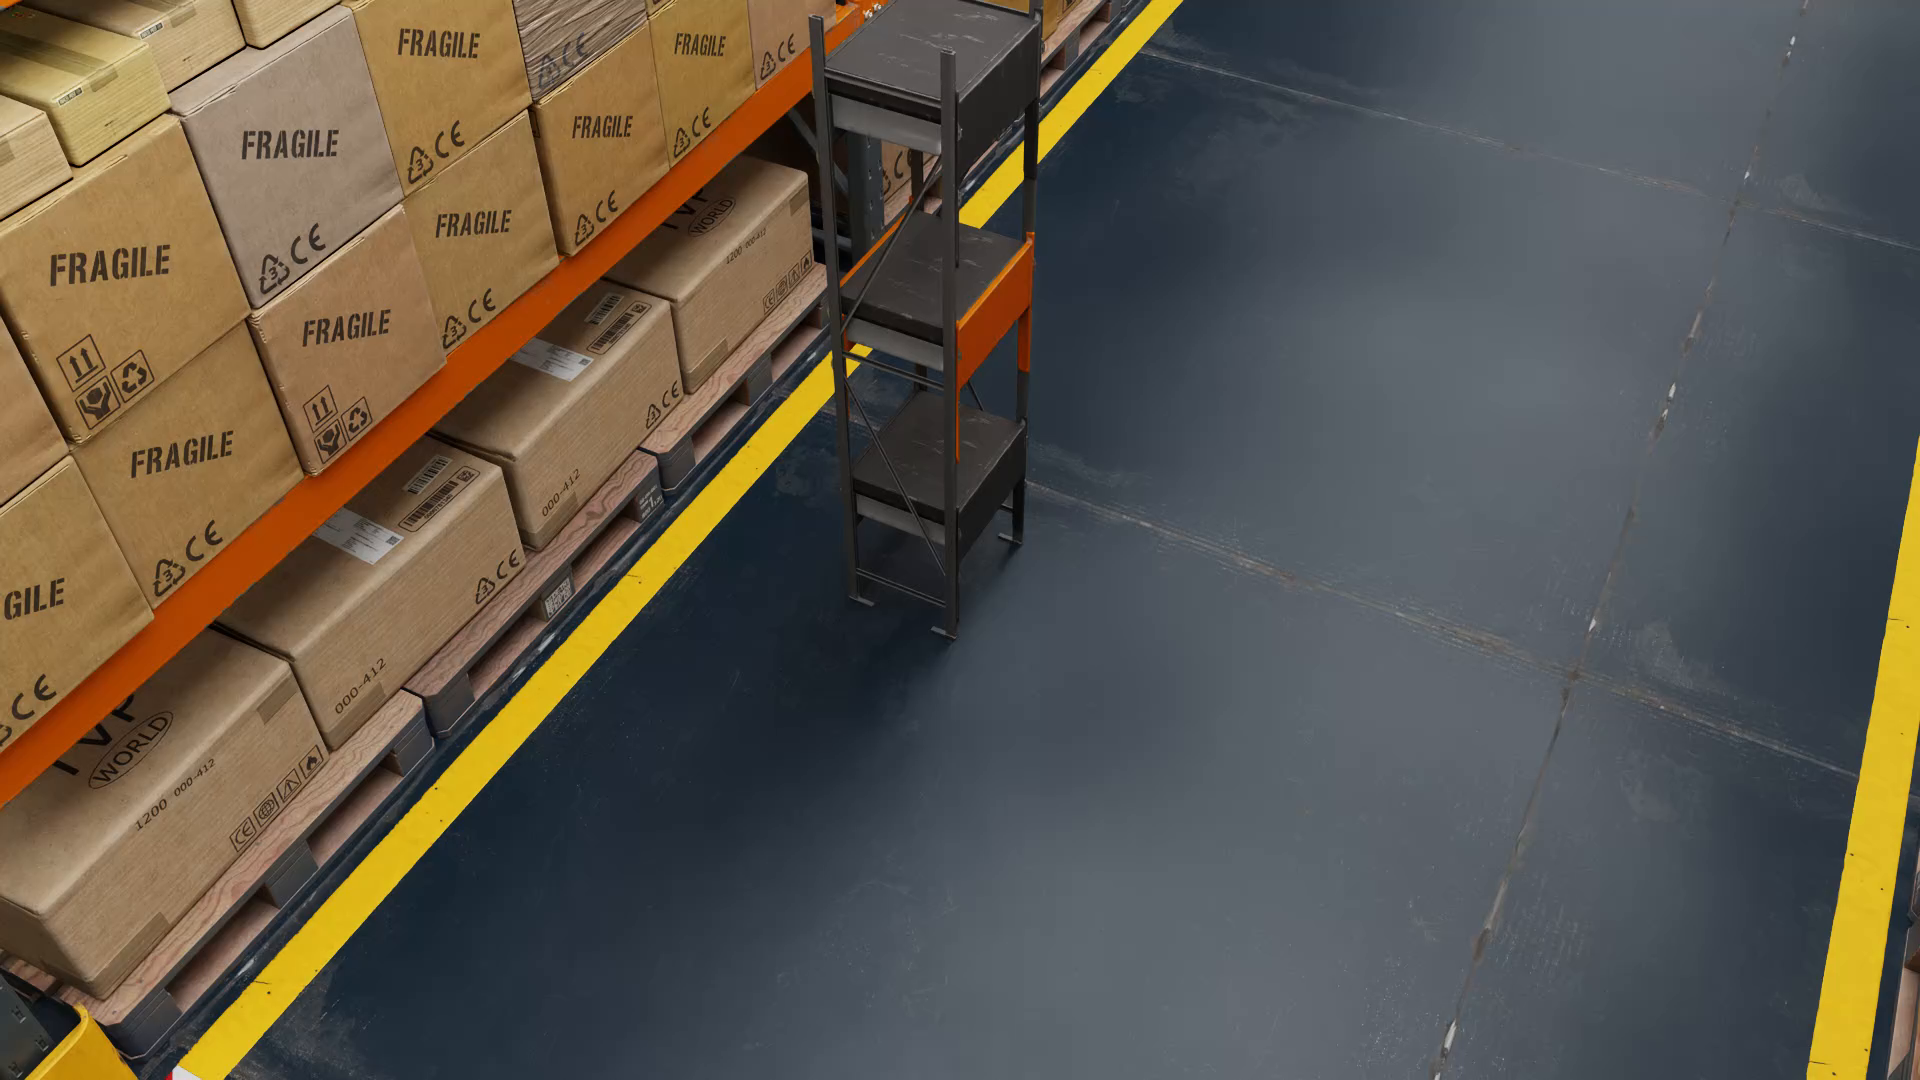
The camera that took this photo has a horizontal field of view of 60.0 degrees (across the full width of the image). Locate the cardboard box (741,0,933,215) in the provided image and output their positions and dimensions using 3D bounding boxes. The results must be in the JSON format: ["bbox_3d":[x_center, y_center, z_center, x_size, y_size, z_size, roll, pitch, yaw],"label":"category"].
[{"bbox_3d":[-0.547,-2.016,6.832,0.875,0.875,0.875,22,49,20],"label":"cardboard box"}]

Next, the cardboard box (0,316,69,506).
[{"bbox_3d":[-2.146,-0.273,3.137,0.500,0.500,0.500,19,48,18],"label":"cardboard box"}]

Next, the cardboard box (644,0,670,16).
[{"bbox_3d":[-0.981,-1.879,4.725,0.500,0.500,0.500,20,49,18],"label":"cardboard box"}]

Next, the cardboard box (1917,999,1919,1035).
[{"bbox_3d":[2.647,1.181,4.182,0.380,0.149,0.250,19,48,18],"label":"cardboard box"}]

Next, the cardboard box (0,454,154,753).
[{"bbox_3d":[-2.144,0.079,3.492,0.500,0.500,0.500,20,49,19],"label":"cardboard box"}]

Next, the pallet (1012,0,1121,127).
[{"bbox_3d":[0.092,-2.500,8.072,1.003,0.211,1.213,20,49,19],"label":"pallet"}]

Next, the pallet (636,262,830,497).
[{"bbox_3d":[-1.187,-0.764,6.357,1.003,0.211,1.213,20,49,19],"label":"pallet"}]

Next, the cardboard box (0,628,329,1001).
[{"bbox_3d":[-2.403,0.626,4.528,0.875,0.438,0.875,19,48,18],"label":"cardboard box"}]

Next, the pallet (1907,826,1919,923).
[{"bbox_3d":[3.387,0.788,4.823,1.003,0.211,1.213,20,49,19],"label":"pallet"}]

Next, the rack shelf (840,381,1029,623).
[{"bbox_3d":[-0.077,-0.132,5.408,0.431,0.518,0.480,20,49,19],"label":"rack shelf"}]

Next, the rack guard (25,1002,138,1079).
[{"bbox_3d":[-2.632,1.216,4.197,1.175,0.500,0.348,20,49,19],"label":"rack guard"}]

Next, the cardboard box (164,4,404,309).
[{"bbox_3d":[-1.680,-0.928,3.784,0.500,0.500,0.500,20,49,19],"label":"cardboard box"}]

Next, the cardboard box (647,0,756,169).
[{"bbox_3d":[-0.987,-1.530,5.083,0.500,0.500,0.500,19,48,18],"label":"cardboard box"}]

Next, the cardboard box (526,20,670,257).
[{"bbox_3d":[-1.208,-1.209,4.765,0.500,0.500,0.500,20,49,18],"label":"cardboard box"}]

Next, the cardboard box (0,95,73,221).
[{"bbox_3d":[-1.930,-0.739,3.142,0.380,0.149,0.250,22,49,20],"label":"cardboard box"}]

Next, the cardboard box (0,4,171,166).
[{"bbox_3d":[-1.824,-0.911,3.312,0.380,0.149,0.250,19,48,18],"label":"cardboard box"}]

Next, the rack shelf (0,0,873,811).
[{"bbox_3d":[-1.693,-0.685,4.824,1.077,0.370,4.000,20,49,19],"label":"rack shelf"}]

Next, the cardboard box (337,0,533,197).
[{"bbox_3d":[-1.449,-1.242,4.095,0.500,0.500,0.500,21,49,19],"label":"cardboard box"}]

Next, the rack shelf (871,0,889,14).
[{"bbox_3d":[0.164,-3.205,7.314,1.077,0.370,4.000,20,49,19],"label":"rack shelf"}]

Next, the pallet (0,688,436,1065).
[{"bbox_3d":[-2.319,0.773,4.838,1.003,0.211,1.213,20,49,19],"label":"pallet"}]

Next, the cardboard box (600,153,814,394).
[{"bbox_3d":[-1.151,-1.085,6.219,0.875,0.438,0.875,20,49,19],"label":"cardboard box"}]

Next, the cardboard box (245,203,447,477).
[{"bbox_3d":[-1.682,-0.563,4.127,0.500,0.500,0.500,20,49,19],"label":"cardboard box"}]

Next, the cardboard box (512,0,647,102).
[{"bbox_3d":[-1.209,-1.555,4.405,0.500,0.500,0.500,21,49,20],"label":"cardboard box"}]

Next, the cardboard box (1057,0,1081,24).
[{"bbox_3d":[0.281,-3.150,7.953,0.875,0.875,0.875,21,49,20],"label":"cardboard box"}]

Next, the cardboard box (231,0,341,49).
[{"bbox_3d":[-1.596,-1.237,3.634,0.380,0.149,0.250,21,49,19],"label":"cardboard box"}]

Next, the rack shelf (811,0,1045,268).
[{"bbox_3d":[-0.077,-1.116,4.412,0.431,0.518,0.480,20,49,19],"label":"rack shelf"}]

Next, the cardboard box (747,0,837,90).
[{"bbox_3d":[-0.753,-1.856,5.405,0.500,0.500,0.500,21,49,19],"label":"cardboard box"}]

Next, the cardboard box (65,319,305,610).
[{"bbox_3d":[-1.934,-0.249,3.816,0.500,0.500,0.500,20,49,19],"label":"cardboard box"}]

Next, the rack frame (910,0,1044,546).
[{"bbox_3d":[0.036,-0.788,5.052,0.400,2.100,0.015,20,49,19],"label":"rack frame"}]

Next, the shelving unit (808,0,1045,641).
[{"bbox_3d":[-0.077,-0.634,4.900,0.431,2.100,0.503,20,49,19],"label":"shelving unit"}]

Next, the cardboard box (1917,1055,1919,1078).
[{"bbox_3d":[2.510,1.220,3.936,0.380,0.149,0.250,21,49,19],"label":"cardboard box"}]

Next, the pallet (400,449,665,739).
[{"bbox_3d":[-1.752,0.007,5.595,1.003,0.211,1.213,20,49,19],"label":"pallet"}]

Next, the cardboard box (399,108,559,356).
[{"bbox_3d":[-1.464,-0.884,4.445,0.500,0.500,0.500,22,49,20],"label":"cardboard box"}]

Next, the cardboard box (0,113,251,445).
[{"bbox_3d":[-1.912,-0.601,3.461,0.500,0.500,0.500,19,48,18],"label":"cardboard box"}]

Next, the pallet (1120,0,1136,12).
[{"bbox_3d":[0.660,-3.266,8.829,1.003,0.211,1.213,20,49,19],"label":"pallet"}]

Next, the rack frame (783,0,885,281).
[{"bbox_3d":[-0.764,-2.198,5.813,1.000,3.000,0.127,20,49,19],"label":"rack frame"}]

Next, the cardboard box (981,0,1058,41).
[{"bbox_3d":[-0.135,-2.587,7.397,0.875,0.875,0.875,22,49,20],"label":"cardboard box"}]

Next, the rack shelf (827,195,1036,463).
[{"bbox_3d":[-0.077,-0.624,4.910,0.431,0.518,0.480,20,49,19],"label":"rack shelf"}]

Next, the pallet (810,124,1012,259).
[{"bbox_3d":[-0.473,-1.729,7.310,1.003,0.211,1.213,20,49,19],"label":"pallet"}]

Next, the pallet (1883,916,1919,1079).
[{"bbox_3d":[2.821,1.559,4.060,1.003,0.211,1.213,20,49,19],"label":"pallet"}]

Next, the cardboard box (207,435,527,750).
[{"bbox_3d":[-1.986,0.047,5.101,0.875,0.438,0.875,22,49,20],"label":"cardboard box"}]

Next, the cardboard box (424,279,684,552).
[{"bbox_3d":[-1.566,-0.521,5.662,0.875,0.438,0.875,19,48,18],"label":"cardboard box"}]

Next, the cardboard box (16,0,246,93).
[{"bbox_3d":[-1.749,-1.094,3.493,0.380,0.149,0.250,21,49,19],"label":"cardboard box"}]

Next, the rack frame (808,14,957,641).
[{"bbox_3d":[-0.190,-0.480,4.748,0.400,2.100,0.015,20,49,19],"label":"rack frame"}]
